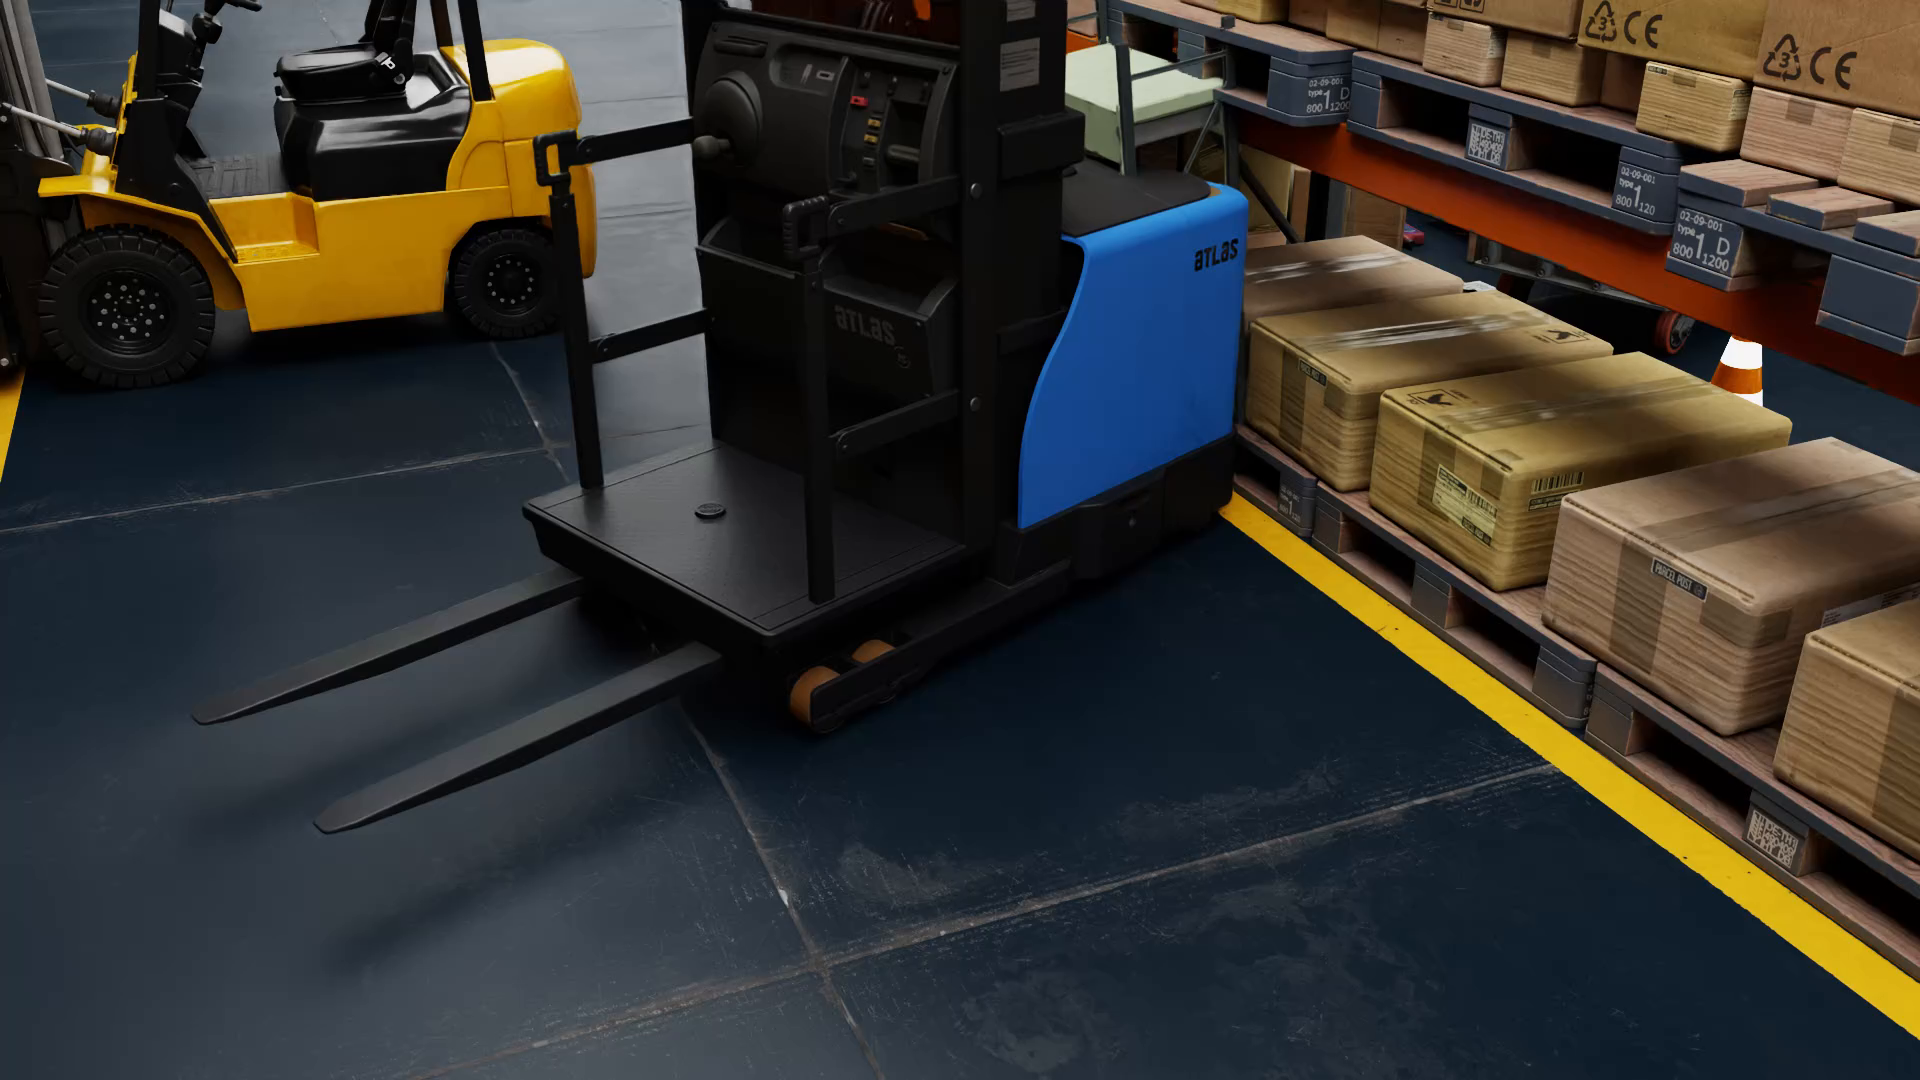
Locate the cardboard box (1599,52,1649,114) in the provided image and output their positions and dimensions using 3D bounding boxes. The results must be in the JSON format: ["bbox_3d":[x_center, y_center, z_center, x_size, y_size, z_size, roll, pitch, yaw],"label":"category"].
[{"bbox_3d":[1.717,-1.070,3.831,0.380,0.149,0.250,-10,28,-20],"label":"cardboard box"}]

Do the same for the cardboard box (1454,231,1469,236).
[{"bbox_3d":[2.826,-1.897,8.406,0.797,0.637,0.503,-11,28,-21],"label":"cardboard box"}]

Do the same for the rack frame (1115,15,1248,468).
[{"bbox_3d":[0.712,-0.843,5.216,0.400,1.500,0.023,-20,33,-20],"label":"rack frame"}]

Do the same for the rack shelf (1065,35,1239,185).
[{"bbox_3d":[0.504,-1.326,5.309,0.431,0.370,0.720,-20,33,-20],"label":"rack shelf"}]

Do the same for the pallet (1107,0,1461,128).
[{"bbox_3d":[1.167,-1.573,5.272,1.003,0.211,1.213,-11,28,-21],"label":"pallet"}]

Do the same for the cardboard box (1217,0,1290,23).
[{"bbox_3d":[1.017,-1.689,5.098,0.380,0.149,0.250,-10,28,-20],"label":"cardboard box"}]

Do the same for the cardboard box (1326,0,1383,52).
[{"bbox_3d":[1.260,-1.477,4.663,0.380,0.149,0.250,-10,28,-20],"label":"cardboard box"}]

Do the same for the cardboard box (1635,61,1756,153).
[{"bbox_3d":[1.700,-0.947,3.579,0.380,0.149,0.250,-10,28,-20],"label":"cardboard box"}]

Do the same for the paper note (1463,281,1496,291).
[{"bbox_3d":[2.364,-1.166,7.603,0.148,0.019,0.142,-11,28,-21],"label":"paper note"}]

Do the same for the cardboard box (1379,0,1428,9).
[{"bbox_3d":[1.299,-1.718,4.417,0.500,0.500,0.500,-11,28,-21],"label":"cardboard box"}]

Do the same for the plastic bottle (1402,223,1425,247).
[{"bbox_3d":[2.222,-1.516,8.284,0.133,0.061,0.283,-6,27,-12],"label":"plastic bottle"}]

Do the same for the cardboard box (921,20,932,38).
[{"bbox_3d":[-0.285,-2.305,8.352,0.500,0.500,0.500,-12,28,-23],"label":"cardboard box"}]

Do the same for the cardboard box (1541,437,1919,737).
[{"bbox_3d":[2.059,0.088,4.168,0.950,0.372,0.625,-11,28,-22],"label":"cardboard box"}]

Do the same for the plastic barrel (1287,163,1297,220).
[{"bbox_3d":[1.637,-1.876,8.610,0.512,0.421,0.421,8,27,15],"label":"plastic barrel"}]

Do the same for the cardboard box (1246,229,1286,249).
[{"bbox_3d":[1.019,-1.231,7.007,0.500,0.250,0.500,-12,28,-23],"label":"cardboard box"}]

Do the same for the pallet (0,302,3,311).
[{"bbox_3d":[-4.319,-0.707,6.457,1.003,0.211,1.213,-11,28,-21],"label":"pallet"}]

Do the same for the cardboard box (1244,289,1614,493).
[{"bbox_3d":[1.494,-0.500,5.371,0.950,0.372,0.625,-9,27,-17],"label":"cardboard box"}]

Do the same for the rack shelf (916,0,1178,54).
[{"bbox_3d":[0.218,-2.477,7.724,1.077,0.370,4.000,-11,28,-21],"label":"rack shelf"}]

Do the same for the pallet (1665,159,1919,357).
[{"bbox_3d":[2.191,-0.561,3.199,1.213,0.211,1.003,-11,28,-21],"label":"pallet"}]

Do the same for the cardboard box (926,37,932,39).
[{"bbox_3d":[-0.096,-2.101,7.935,0.500,0.500,0.500,-10,28,-20],"label":"cardboard box"}]

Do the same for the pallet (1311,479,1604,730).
[{"bbox_3d":[1.789,0.068,4.871,1.003,0.211,1.213,-11,28,-21],"label":"pallet"}]

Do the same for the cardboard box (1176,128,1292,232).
[{"bbox_3d":[1.019,-1.568,6.842,0.500,0.500,0.500,-9,27,-18],"label":"cardboard box"}]

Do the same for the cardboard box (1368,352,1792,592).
[{"bbox_3d":[1.768,-0.219,4.797,0.950,0.372,0.625,-10,28,-19],"label":"cardboard box"}]

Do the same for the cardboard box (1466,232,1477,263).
[{"bbox_3d":[2.657,-1.462,7.942,0.396,0.266,0.258,13,29,24],"label":"cardboard box"}]

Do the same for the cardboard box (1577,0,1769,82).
[{"bbox_3d":[1.723,-1.291,3.545,0.500,0.500,0.500,-13,29,-24],"label":"cardboard box"}]

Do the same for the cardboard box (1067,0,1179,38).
[{"bbox_3d":[0.595,-1.957,6.126,0.380,0.149,0.250,-11,28,-21],"label":"cardboard box"}]

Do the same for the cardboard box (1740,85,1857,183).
[{"bbox_3d":[1.820,-0.839,3.356,0.380,0.149,0.250,-12,28,-23],"label":"cardboard box"}]

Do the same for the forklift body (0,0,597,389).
[{"bbox_3d":[-2.710,-1.920,6.731,2.313,2.155,1.214,-11,28,-21],"label":"forklift body"}]

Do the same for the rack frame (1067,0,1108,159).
[{"bbox_3d":[0.384,-1.144,5.797,0.400,1.500,0.023,-20,33,-20],"label":"rack frame"}]

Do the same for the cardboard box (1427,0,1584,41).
[{"bbox_3d":[1.510,-1.512,3.996,0.500,0.500,0.500,-12,28,-23],"label":"cardboard box"}]

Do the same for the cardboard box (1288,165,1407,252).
[{"bbox_3d":[1.834,-1.537,7.825,0.500,0.500,0.500,8,27,15],"label":"cardboard box"}]

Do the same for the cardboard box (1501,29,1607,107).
[{"bbox_3d":[1.543,-1.158,4.010,0.380,0.149,0.250,-12,28,-22],"label":"cardboard box"}]

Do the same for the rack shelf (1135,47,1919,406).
[{"bbox_3d":[1.785,-0.862,4.417,1.077,0.370,4.000,-11,28,-21],"label":"rack shelf"}]

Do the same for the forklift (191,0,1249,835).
[{"bbox_3d":[-0.512,-1.080,4.121,1.130,2.935,3.031,23,34,39],"label":"forklift"}]

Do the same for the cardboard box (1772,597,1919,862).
[{"bbox_3d":[2.356,0.384,3.561,0.950,0.372,0.625,-13,29,-24],"label":"cardboard box"}]

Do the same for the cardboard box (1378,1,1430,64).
[{"bbox_3d":[1.356,-1.376,4.458,0.380,0.149,0.250,-10,28,-20],"label":"cardboard box"}]

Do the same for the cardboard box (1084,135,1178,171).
[{"bbox_3d":[0.523,-1.476,6.654,0.500,0.500,0.500,-11,28,-21],"label":"cardboard box"}]

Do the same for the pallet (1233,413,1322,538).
[{"bbox_3d":[1.308,-0.426,5.881,1.003,0.211,1.213,-11,28,-21],"label":"pallet"}]

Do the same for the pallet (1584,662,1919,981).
[{"bbox_3d":[2.263,0.559,3.864,1.003,0.211,1.213,-11,28,-21],"label":"pallet"}]

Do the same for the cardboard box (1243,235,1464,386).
[{"bbox_3d":[1.209,-0.789,5.964,0.950,0.372,0.625,-10,28,-20],"label":"cardboard box"}]

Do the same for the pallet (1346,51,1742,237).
[{"bbox_3d":[1.755,-1.084,4.270,1.003,0.211,1.213,-11,28,-21],"label":"pallet"}]

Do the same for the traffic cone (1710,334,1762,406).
[{"bbox_3d":[2.775,-0.593,5.937,0.336,0.463,0.334,-11,28,-21],"label":"traffic cone"}]

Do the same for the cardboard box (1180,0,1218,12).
[{"bbox_3d":[0.927,-1.791,5.308,0.380,0.149,0.250,-10,28,-20],"label":"cardboard box"}]

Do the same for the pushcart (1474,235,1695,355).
[{"bbox_3d":[3.080,-1.226,7.332,1.648,0.377,0.936,-22,34,-38],"label":"pushcart"}]

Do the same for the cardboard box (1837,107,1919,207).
[{"bbox_3d":[1.912,-0.736,3.145,0.380,0.149,0.250,-11,28,-21],"label":"cardboard box"}]

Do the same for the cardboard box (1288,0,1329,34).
[{"bbox_3d":[1.198,-1.588,4.891,0.380,0.149,0.250,-9,27,-17],"label":"cardboard box"}]

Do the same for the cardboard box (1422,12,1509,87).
[{"bbox_3d":[1.412,-1.260,4.220,0.380,0.149,0.250,-9,28,-19],"label":"cardboard box"}]

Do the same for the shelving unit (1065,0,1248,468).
[{"bbox_3d":[0.548,-0.993,5.507,0.431,1.500,0.755,-20,33,-20],"label":"shelving unit"}]

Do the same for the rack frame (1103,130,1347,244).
[{"bbox_3d":[1.001,-1.993,5.913,1.000,3.000,0.127,-11,28,-21],"label":"rack frame"}]

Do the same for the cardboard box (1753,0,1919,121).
[{"bbox_3d":[1.922,-1.088,3.128,0.500,0.500,0.500,-11,28,-21],"label":"cardboard box"}]
